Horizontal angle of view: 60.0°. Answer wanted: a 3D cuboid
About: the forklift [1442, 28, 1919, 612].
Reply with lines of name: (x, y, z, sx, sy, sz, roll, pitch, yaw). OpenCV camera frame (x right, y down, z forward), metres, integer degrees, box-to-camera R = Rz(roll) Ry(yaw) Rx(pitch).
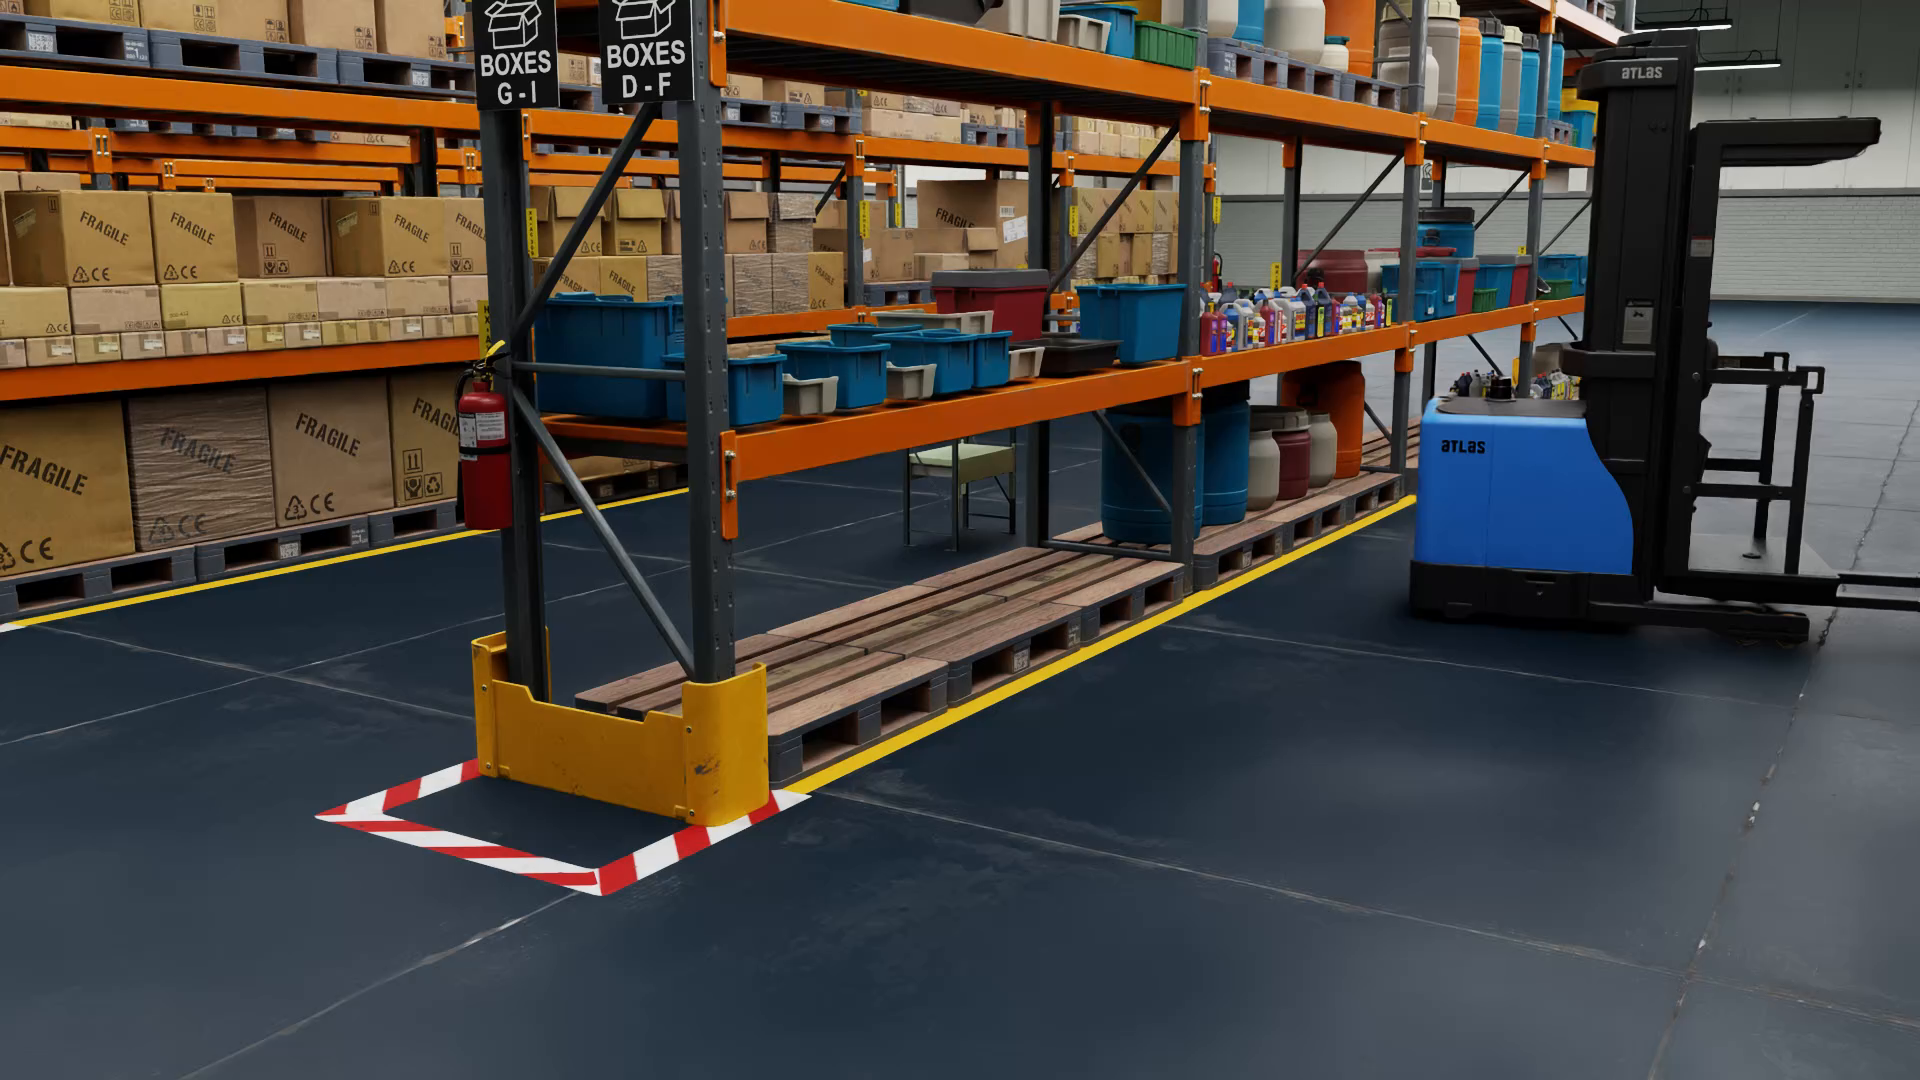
forklift: (3.915, -1.026, 8.384, 3.031, 2.935, 1.121, 3, 11, 17)

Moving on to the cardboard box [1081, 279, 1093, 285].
cardboard box: (1.267, -2.861, 18.684, 0.380, 0.149, 0.250, 6, 12, 31)

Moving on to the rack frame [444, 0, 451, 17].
rack frame: (-5.504, -5.751, 17.133, 0.949, 2.616, 0.053, 6, 12, 31)

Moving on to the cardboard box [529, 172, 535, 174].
cardboard box: (-6.539, -5.508, 24.669, 0.380, 0.149, 0.250, 6, 12, 31)

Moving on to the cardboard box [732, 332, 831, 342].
cardboard box: (-1.696, -1.368, 14.658, 1.225, 0.875, 0.875, 6, 12, 28)

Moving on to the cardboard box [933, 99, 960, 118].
cardboard box: (-0.334, -4.290, 15.853, 0.500, 0.500, 0.500, 6, 12, 29)

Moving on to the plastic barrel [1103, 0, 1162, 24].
plastic barrel: (1.137, -3.147, 9.721, 0.600, 0.588, 0.600, 0, 11, 0)

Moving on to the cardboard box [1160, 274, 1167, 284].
cardboard box: (2.338, -3.226, 20.632, 0.380, 0.149, 0.250, 6, 12, 31)

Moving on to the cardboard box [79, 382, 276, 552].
cardboard box: (-4.737, -0.468, 9.850, 0.875, 0.875, 0.875, 6, 12, 31)

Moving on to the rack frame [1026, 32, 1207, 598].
rack frame: (0.837, -1.210, 9.183, 1.000, 3.000, 0.127, 6, 12, 31)

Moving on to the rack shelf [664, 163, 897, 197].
rack shelf: (-2.391, -4.867, 22.517, 1.077, 0.370, 4.000, 6, 12, 31)

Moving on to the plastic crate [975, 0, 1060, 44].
plastic crate: (0.174, -2.317, 7.262, 0.437, 0.282, 0.530, 6, 12, 31)

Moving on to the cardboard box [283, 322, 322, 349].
cardboard box: (-4.075, -1.239, 10.017, 0.380, 0.149, 0.250, 7, 12, 32)

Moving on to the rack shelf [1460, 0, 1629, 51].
rack shelf: (6.028, -5.182, 17.134, 1.077, 0.370, 4.000, 6, 12, 31)

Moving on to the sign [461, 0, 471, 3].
sign: (-1.719, -2.054, 5.823, 0.100, 0.325, 0.005, 6, 12, 31)

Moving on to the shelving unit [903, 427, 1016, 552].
shelving unit: (0.003, -0.738, 10.736, 0.431, 1.500, 0.755, 6, 12, 31)

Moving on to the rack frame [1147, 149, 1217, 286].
rack frame: (2.834, -3.571, 21.791, 1.000, 3.000, 0.127, 6, 12, 31)

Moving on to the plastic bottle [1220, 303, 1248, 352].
plastic bottle: (1.593, -1.243, 9.696, 0.152, 0.276, 0.135, 6, 12, 31)

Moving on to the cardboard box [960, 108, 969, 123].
cardboard box: (-0.131, -4.203, 16.511, 0.380, 0.166, 0.250, 6, 12, 29)

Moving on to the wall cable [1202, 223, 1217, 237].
wall cable: (7.223, -11.446, 55.989, 3.097, 2.526, 0.112, 6, 12, 31)

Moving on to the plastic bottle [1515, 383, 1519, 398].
plastic bottle: (5.641, -1.484, 16.646, 0.144, 0.351, 0.185, 6, 12, 31)

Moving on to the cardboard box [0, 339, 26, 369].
cardboard box: (-5.007, -0.955, 8.503, 0.380, 0.149, 0.250, 7, 12, 31)

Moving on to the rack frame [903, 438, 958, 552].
rack frame: (-0.187, -0.681, 10.429, 0.400, 1.500, 0.023, 6, 12, 31)

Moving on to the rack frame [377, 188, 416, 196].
rack frame: (-9.880, -4.991, 29.378, 1.000, 3.000, 0.127, 6, 12, 31)

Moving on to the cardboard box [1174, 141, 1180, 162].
cardboard box: (2.544, -4.793, 20.573, 0.500, 0.250, 0.500, 6, 12, 31)

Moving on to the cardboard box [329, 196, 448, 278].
cardboard box: (-3.670, -1.948, 10.686, 0.500, 0.500, 0.500, 7, 12, 31)

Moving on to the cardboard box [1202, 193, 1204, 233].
cardboard box: (1.923, -3.668, 20.276, 1.023, 1.149, 2.860, 6, 12, 31)

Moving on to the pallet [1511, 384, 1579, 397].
pallet: (6.641, -1.583, 18.753, 1.003, 0.211, 1.213, 6, 12, 31)

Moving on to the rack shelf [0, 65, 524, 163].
rack shelf: (-4.435, -2.490, 9.820, 1.077, 0.370, 4.000, 6, 12, 31)

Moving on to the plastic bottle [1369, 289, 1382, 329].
plastic bottle: (2.948, -1.641, 11.802, 0.061, 0.283, 0.133, 6, 12, 31)

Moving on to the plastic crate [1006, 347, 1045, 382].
plastic crate: (0.189, -0.808, 7.585, 0.293, 0.136, 0.466, 6, 12, 31)

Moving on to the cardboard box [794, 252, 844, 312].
cardboard box: (-1.364, -2.261, 14.520, 0.500, 0.500, 0.500, 7, 13, 32)

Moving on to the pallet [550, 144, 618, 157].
pallet: (-4.639, -4.467, 18.937, 1.003, 0.211, 1.213, 7, 13, 33)

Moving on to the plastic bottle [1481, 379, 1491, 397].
plastic bottle: (5.317, -1.495, 16.908, 0.152, 0.276, 0.135, 6, 12, 31)

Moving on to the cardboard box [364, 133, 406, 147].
cardboard box: (-5.834, -4.132, 16.365, 0.500, 0.500, 0.500, 6, 12, 31)

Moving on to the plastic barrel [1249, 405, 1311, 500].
plastic barrel: (2.088, -0.604, 11.358, 0.600, 0.588, 0.708, 6, 12, 31)

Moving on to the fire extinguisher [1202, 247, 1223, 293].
fire extinguisher: (3.287, -3.507, 21.659, 0.296, 0.674, 0.183, 6, 12, 31)

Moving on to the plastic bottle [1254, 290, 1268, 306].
plastic bottle: (2.141, -1.645, 11.853, 0.097, 0.271, 0.097, 0, 11, 0)

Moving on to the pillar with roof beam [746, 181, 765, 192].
pillar with roof beam: (-1.103, -9.393, 36.585, 9.100, 9.000, 0.400, 6, 12, 31)

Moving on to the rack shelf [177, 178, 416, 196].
rack shelf: (-10.919, -5.798, 27.488, 1.077, 0.370, 4.000, 6, 12, 31)

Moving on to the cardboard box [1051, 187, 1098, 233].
cardboard box: (1.208, -3.675, 18.551, 0.500, 0.500, 0.500, 6, 12, 31)

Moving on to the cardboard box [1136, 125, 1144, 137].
cardboard box: (1.938, -4.813, 19.596, 0.380, 0.149, 0.250, 7, 13, 32)

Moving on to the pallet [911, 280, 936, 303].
pallet: (-0.327, -2.534, 16.772, 1.003, 0.211, 1.213, 6, 12, 31)

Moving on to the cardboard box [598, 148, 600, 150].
cardboard box: (-5.726, -6.142, 25.890, 0.380, 0.149, 0.250, 7, 12, 32)

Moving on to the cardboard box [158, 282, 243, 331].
cardboard box: (-4.465, -1.338, 9.462, 0.500, 0.250, 0.500, 6, 12, 29)

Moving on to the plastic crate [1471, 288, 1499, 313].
plastic crate: (4.327, -2.064, 14.316, 0.450, 0.188, 0.662, 6, 12, 31)

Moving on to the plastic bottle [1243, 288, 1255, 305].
plastic bottle: (2.064, -1.656, 11.877, 0.061, 0.283, 0.133, 6, 12, 31)

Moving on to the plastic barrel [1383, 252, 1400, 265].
plastic barrel: (3.484, -2.143, 13.860, 0.421, 0.512, 0.421, 0, 11, 0)

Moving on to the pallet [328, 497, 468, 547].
pallet: (-3.858, -0.201, 11.368, 1.003, 0.211, 1.213, 6, 12, 31)

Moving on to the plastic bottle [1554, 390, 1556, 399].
plastic bottle: (6.029, -1.469, 16.971, 0.097, 0.201, 0.097, 0, 11, 0)
